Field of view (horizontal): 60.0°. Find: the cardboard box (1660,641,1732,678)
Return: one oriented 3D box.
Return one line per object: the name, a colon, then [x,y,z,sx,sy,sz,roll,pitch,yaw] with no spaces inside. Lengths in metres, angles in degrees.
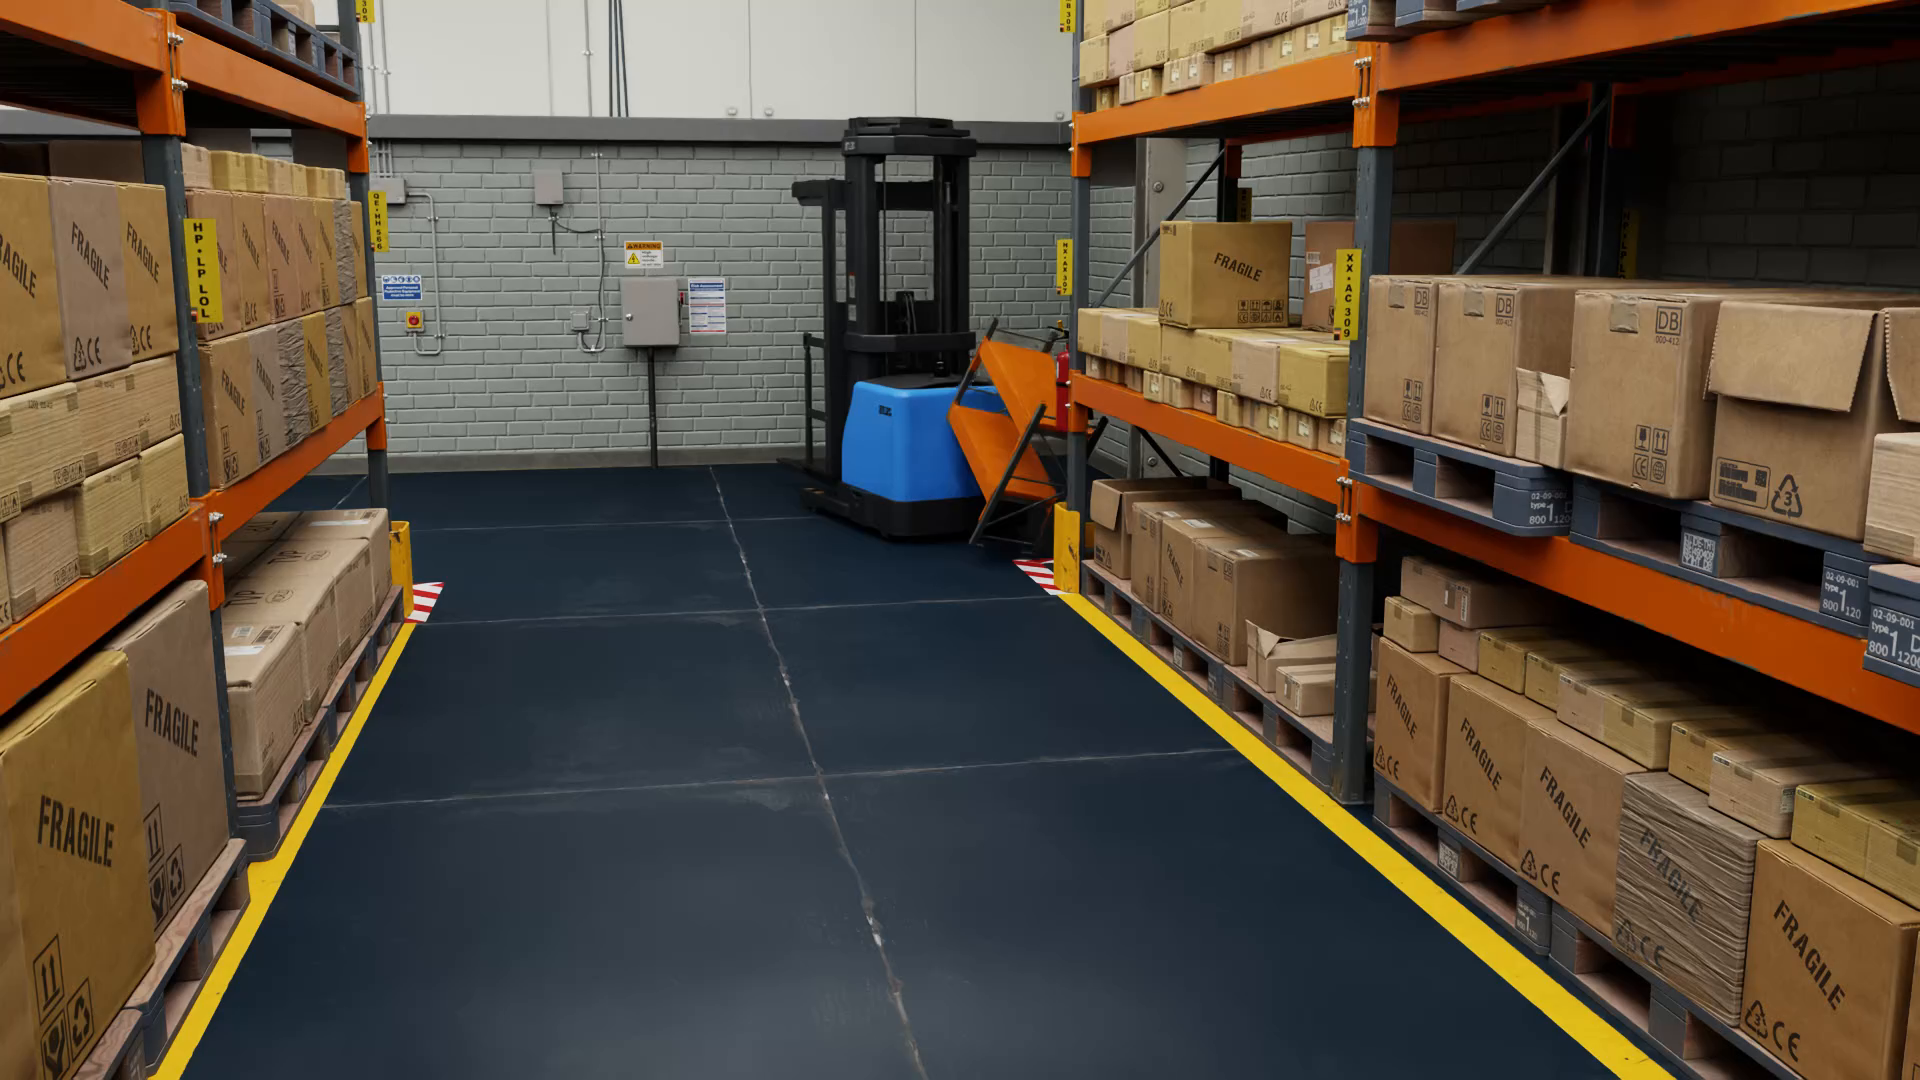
cardboard box: [2.478,0.416,5.318,0.380,0.149,0.250,-3,11,-14]

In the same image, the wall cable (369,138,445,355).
wall cable: [-4.830,-2.583,14.444,0.585,1.953,0.123,-2,11,-11]

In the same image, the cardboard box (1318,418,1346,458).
cardboard box: [1.626,-0.409,6.493,0.380,0.149,0.250,-2,11,-10]

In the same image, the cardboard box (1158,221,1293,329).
cardboard box: [1.274,-1.289,8.047,0.500,0.500,0.500,-2,11,-10]

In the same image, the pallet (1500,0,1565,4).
pallet: [2.199,-1.552,4.307,1.213,0.211,1.003,-2,11,-11]

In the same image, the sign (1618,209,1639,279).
sign: [2.480,-1.072,6.212,0.100,0.325,0.005,-2,11,-11]

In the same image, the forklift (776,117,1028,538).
forklift: [-0.609,-1.685,12.709,1.130,2.935,3.031,-5,12,-25]

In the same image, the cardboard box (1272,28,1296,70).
cardboard box: [1.488,-1.983,6.741,0.380,0.149,0.250,-2,11,-9]

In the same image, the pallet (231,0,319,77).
pallet: [-3.315,-2.105,6.950,1.003,0.211,1.213,-2,11,-11]

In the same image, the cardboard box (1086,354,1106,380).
cardboard box: [0.953,-1.023,9.719,0.380,0.149,0.250,-2,11,-11]

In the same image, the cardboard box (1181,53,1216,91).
cardboard box: [1.248,-2.169,7.722,0.380,0.149,0.250,-2,11,-10]

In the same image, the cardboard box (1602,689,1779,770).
cardboard box: [2.060,0.533,4.702,0.380,0.149,0.250,-2,11,-9]

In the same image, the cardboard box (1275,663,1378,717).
cardboard box: [1.540,0.620,6.919,0.380,0.149,0.250,-2,11,-13]

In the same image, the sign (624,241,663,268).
sign: [-2.835,-2.560,14.915,0.339,0.242,0.001,-2,11,-11]

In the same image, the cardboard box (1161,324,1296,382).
cardboard box: [1.302,-0.918,8.100,0.500,0.250,0.500,-2,11,-13]

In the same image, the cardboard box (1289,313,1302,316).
cardboard box: [1.607,-1.120,9.162,0.500,0.250,0.500,-2,11,-11]

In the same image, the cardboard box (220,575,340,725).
cardboard box: [-3.124,0.468,6.947,0.875,0.438,0.875,-2,11,-13]

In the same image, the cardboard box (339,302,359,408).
cardboard box: [-3.274,-0.913,8.203,0.500,0.500,0.500,-2,11,-12]

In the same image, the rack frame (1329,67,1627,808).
rack frame: [1.936,-0.483,6.211,1.000,3.000,0.127,-2,11,-11]

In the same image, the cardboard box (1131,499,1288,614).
cardboard box: [1.312,0.079,8.821,0.700,0.500,0.500,-2,11,-9]

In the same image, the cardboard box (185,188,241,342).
cardboard box: [-2.787,-0.938,5.661,0.500,0.500,0.500,-2,11,-11]

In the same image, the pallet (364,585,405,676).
pallet: [-3.478,0.478,8.618,1.003,0.211,1.213,-2,11,-11]

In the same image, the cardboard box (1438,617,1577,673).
cardboard box: [1.875,0.344,5.696,0.380,0.149,0.250,-2,11,-13]

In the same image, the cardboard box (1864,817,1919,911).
cardboard box: [2.271,0.724,3.700,0.380,0.149,0.250,-2,11,-9]

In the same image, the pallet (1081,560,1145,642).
pallet: [1.329,0.314,9.485,1.003,0.211,1.213,-2,11,-11]

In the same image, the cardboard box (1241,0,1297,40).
cardboard box: [1.485,-2.203,6.832,0.500,0.250,0.500,-3,11,-13]

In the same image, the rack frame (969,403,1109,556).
rack frame: [0.499,-0.372,10.679,0.500,1.125,0.032,10,35,-27]

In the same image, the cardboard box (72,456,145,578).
cardboard box: [-2.500,-0.061,4.398,0.500,0.250,0.500,-2,11,-12]

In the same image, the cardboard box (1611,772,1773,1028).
cardboard box: [2.110,0.920,4.402,0.500,0.500,0.500,-3,11,-13]

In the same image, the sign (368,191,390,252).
sign: [-3.175,-1.738,9.073,0.100,0.325,0.005,-2,11,-11]

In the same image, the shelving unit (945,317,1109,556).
shelving unit: [0.361,-0.689,11.052,0.538,1.125,1.048,10,35,-27]

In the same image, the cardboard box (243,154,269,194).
cardboard box: [-2.907,-1.417,6.444,0.380,0.149,0.250,-2,11,-13]

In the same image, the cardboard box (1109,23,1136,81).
cardboard box: [1.095,-2.579,8.805,0.500,0.250,0.500,-2,11,-10]

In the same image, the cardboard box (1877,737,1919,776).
cardboard box: [2.614,0.612,4.288,0.380,0.149,0.250,-2,11,-11]

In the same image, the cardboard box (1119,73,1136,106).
cardboard box: [1.049,-2.355,8.699,0.380,0.149,0.250,-2,11,-10]

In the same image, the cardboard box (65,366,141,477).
cardboard box: [-2.503,-0.310,4.367,0.500,0.250,0.500,-2,11,-10]

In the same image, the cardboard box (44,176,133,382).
cardboard box: [-2.491,-0.674,4.276,0.500,0.500,0.500,-2,11,-10]

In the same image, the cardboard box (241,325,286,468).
cardboard box: [-2.860,-0.539,6.237,0.500,0.500,0.500,-2,11,-11]

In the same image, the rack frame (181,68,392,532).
rack frame: [-3.710,-1.035,9.113,1.000,3.000,0.127,-2,11,-11]

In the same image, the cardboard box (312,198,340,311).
cardboard box: [-3.159,-1.310,7.616,0.500,0.500,0.500,-2,11,-11]

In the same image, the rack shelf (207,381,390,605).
rack shelf: [-3.321,-0.315,7.253,1.077,0.370,4.000,-2,11,-11]

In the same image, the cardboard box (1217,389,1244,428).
cardboard box: [1.378,-0.597,7.484,0.380,0.149,0.250,-2,11,-12]

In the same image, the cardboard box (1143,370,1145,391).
cardboard box: [1.179,-0.834,8.726,0.380,0.149,0.250,-2,11,-10]

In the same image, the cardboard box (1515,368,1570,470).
cardboard box: [1.830,-0.354,4.772,0.396,0.266,0.258,-2,11,-8]

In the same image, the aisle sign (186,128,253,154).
aisle sign: [-4.009,-2.315,8.884,0.394,0.787,0.004,-2,11,-11]

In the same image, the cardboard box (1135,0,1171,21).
cardboard box: [1.190,-2.732,8.273,0.500,0.250,0.500,-2,11,-12]

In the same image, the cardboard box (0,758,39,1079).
cardboard box: [-2.376,0.976,3.105,0.875,0.875,0.875,-2,11,-10]

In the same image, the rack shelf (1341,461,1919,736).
rack shelf: [2.325,0.237,4.351,1.077,0.370,4.000,-2,11,-11]

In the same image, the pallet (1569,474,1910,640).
pallet: [2.331,-0.011,4.247,1.003,0.211,1.213,-2,11,-11]

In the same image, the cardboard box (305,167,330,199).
cardboard box: [-3.230,-1.698,7.919,0.380,0.149,0.250,-2,11,-10]

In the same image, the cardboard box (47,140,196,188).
cardboard box: [-2.739,-1.228,5.449,0.380,0.149,0.250,-2,11,-12]
